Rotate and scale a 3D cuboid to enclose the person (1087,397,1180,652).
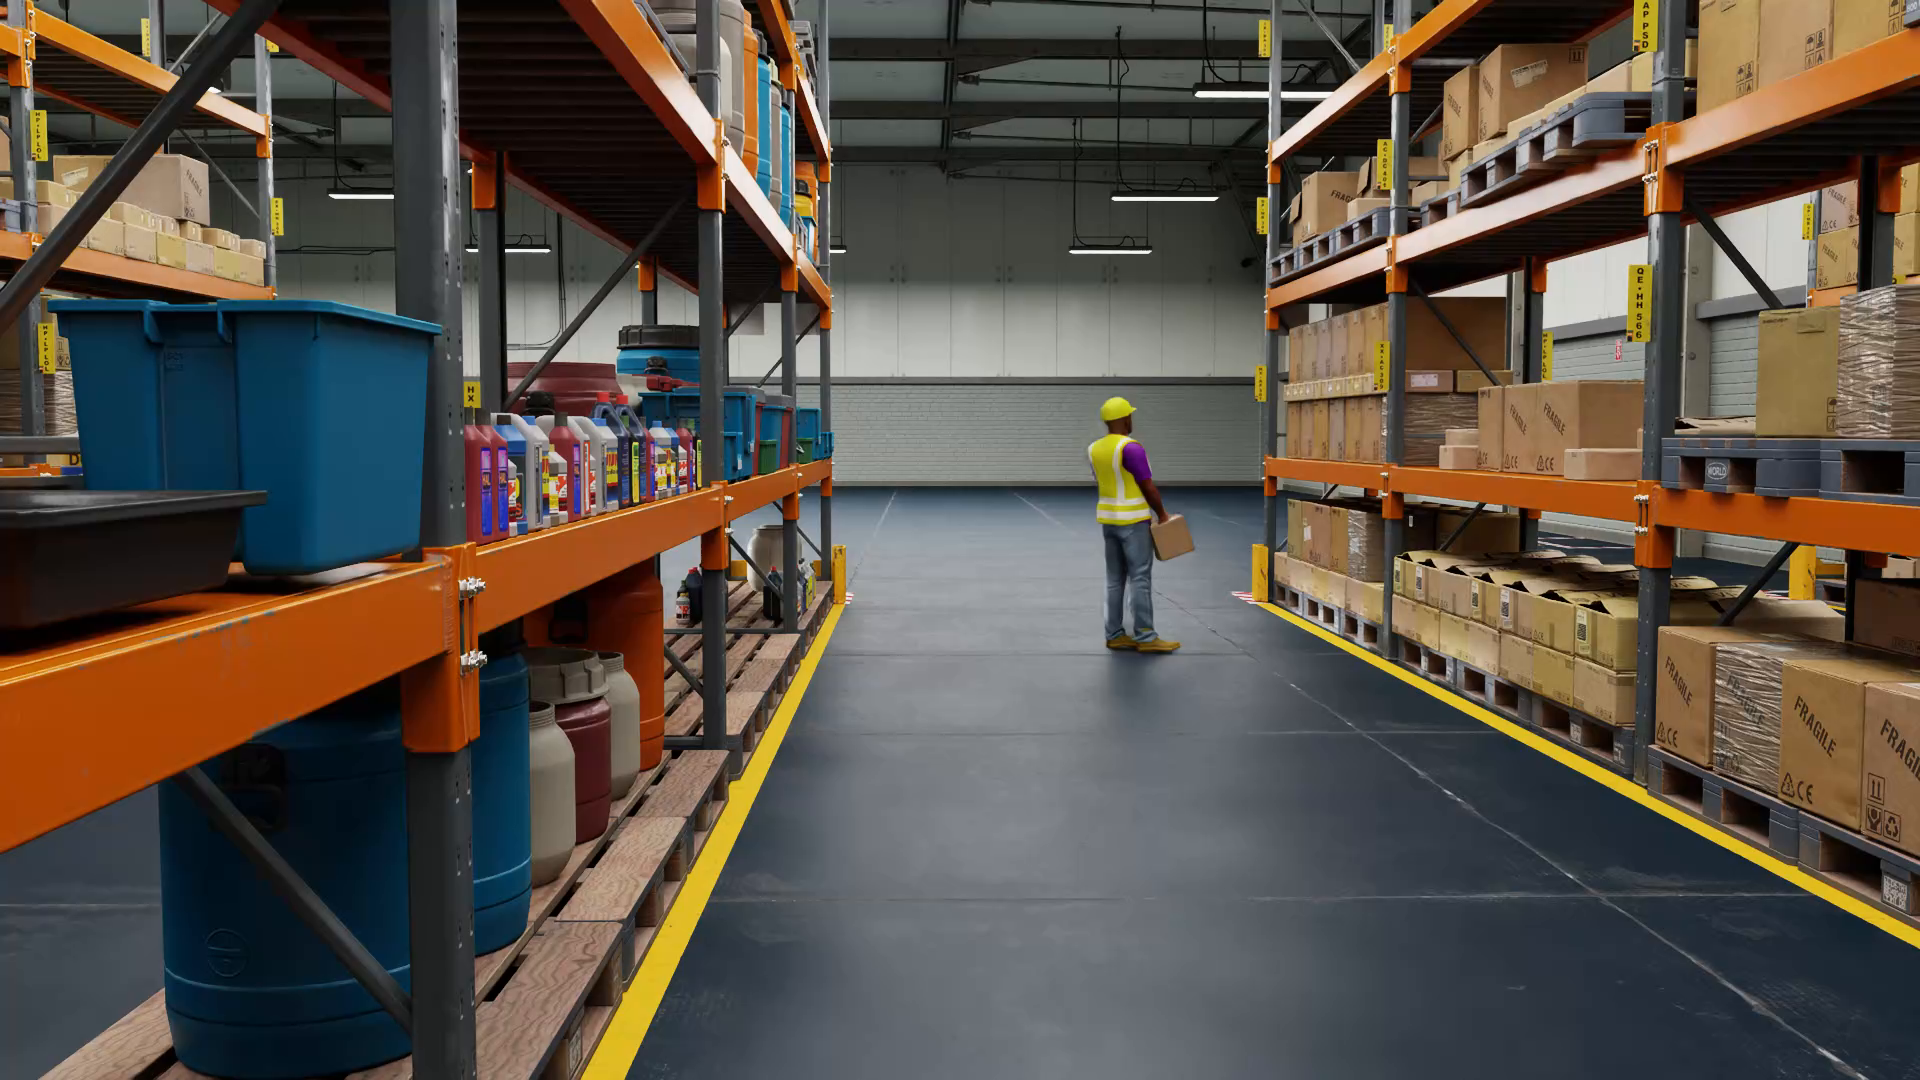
[{"bbox_3d":[1.207,-0.118,11.693,0.493,1.772,0.605,-2,4,-32],"label":"person"}]
